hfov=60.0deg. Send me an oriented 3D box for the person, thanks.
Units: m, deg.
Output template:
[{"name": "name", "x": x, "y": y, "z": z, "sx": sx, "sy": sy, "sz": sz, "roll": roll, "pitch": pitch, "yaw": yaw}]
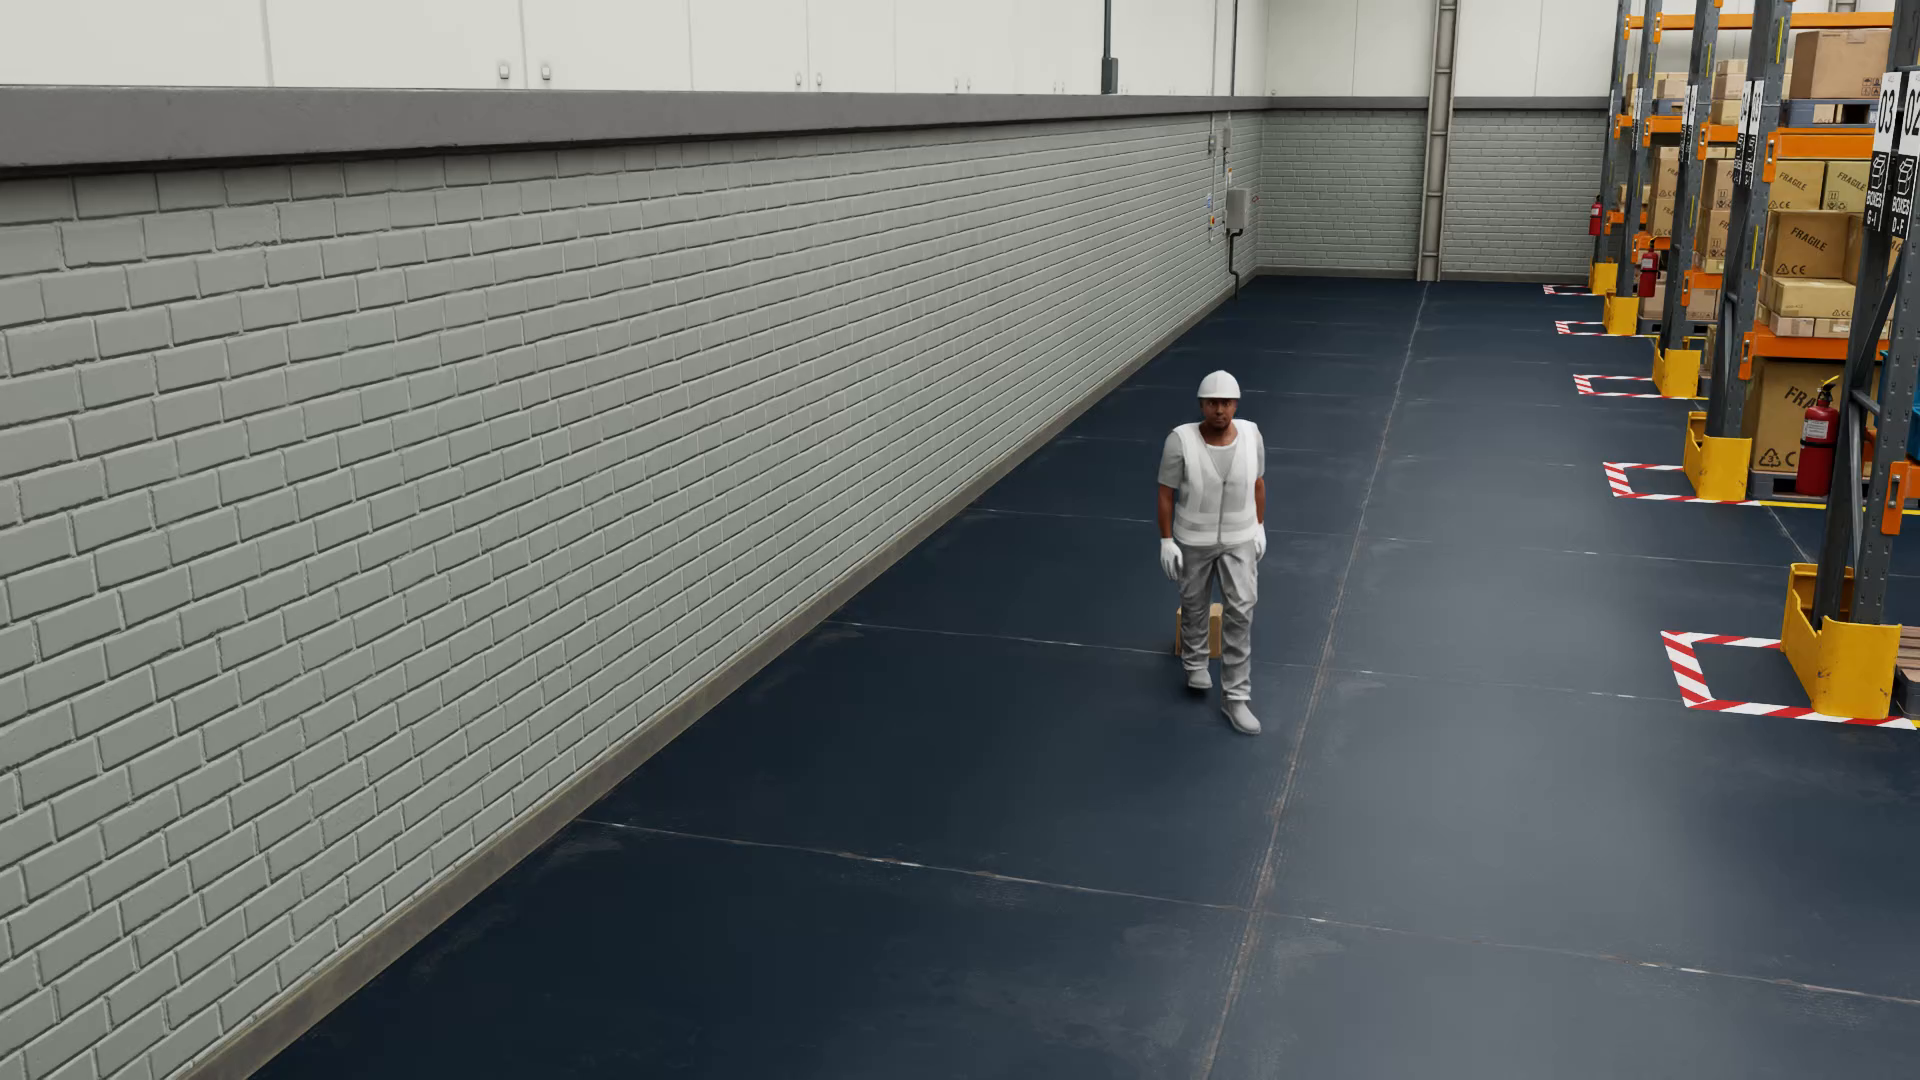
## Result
[{"name": "person", "x": 1.287, "y": 0.013, "z": 8.430, "sx": 0.592, "sy": 1.770, "sz": 0.819, "roll": 0, "pitch": 15, "yaw": 1}]
